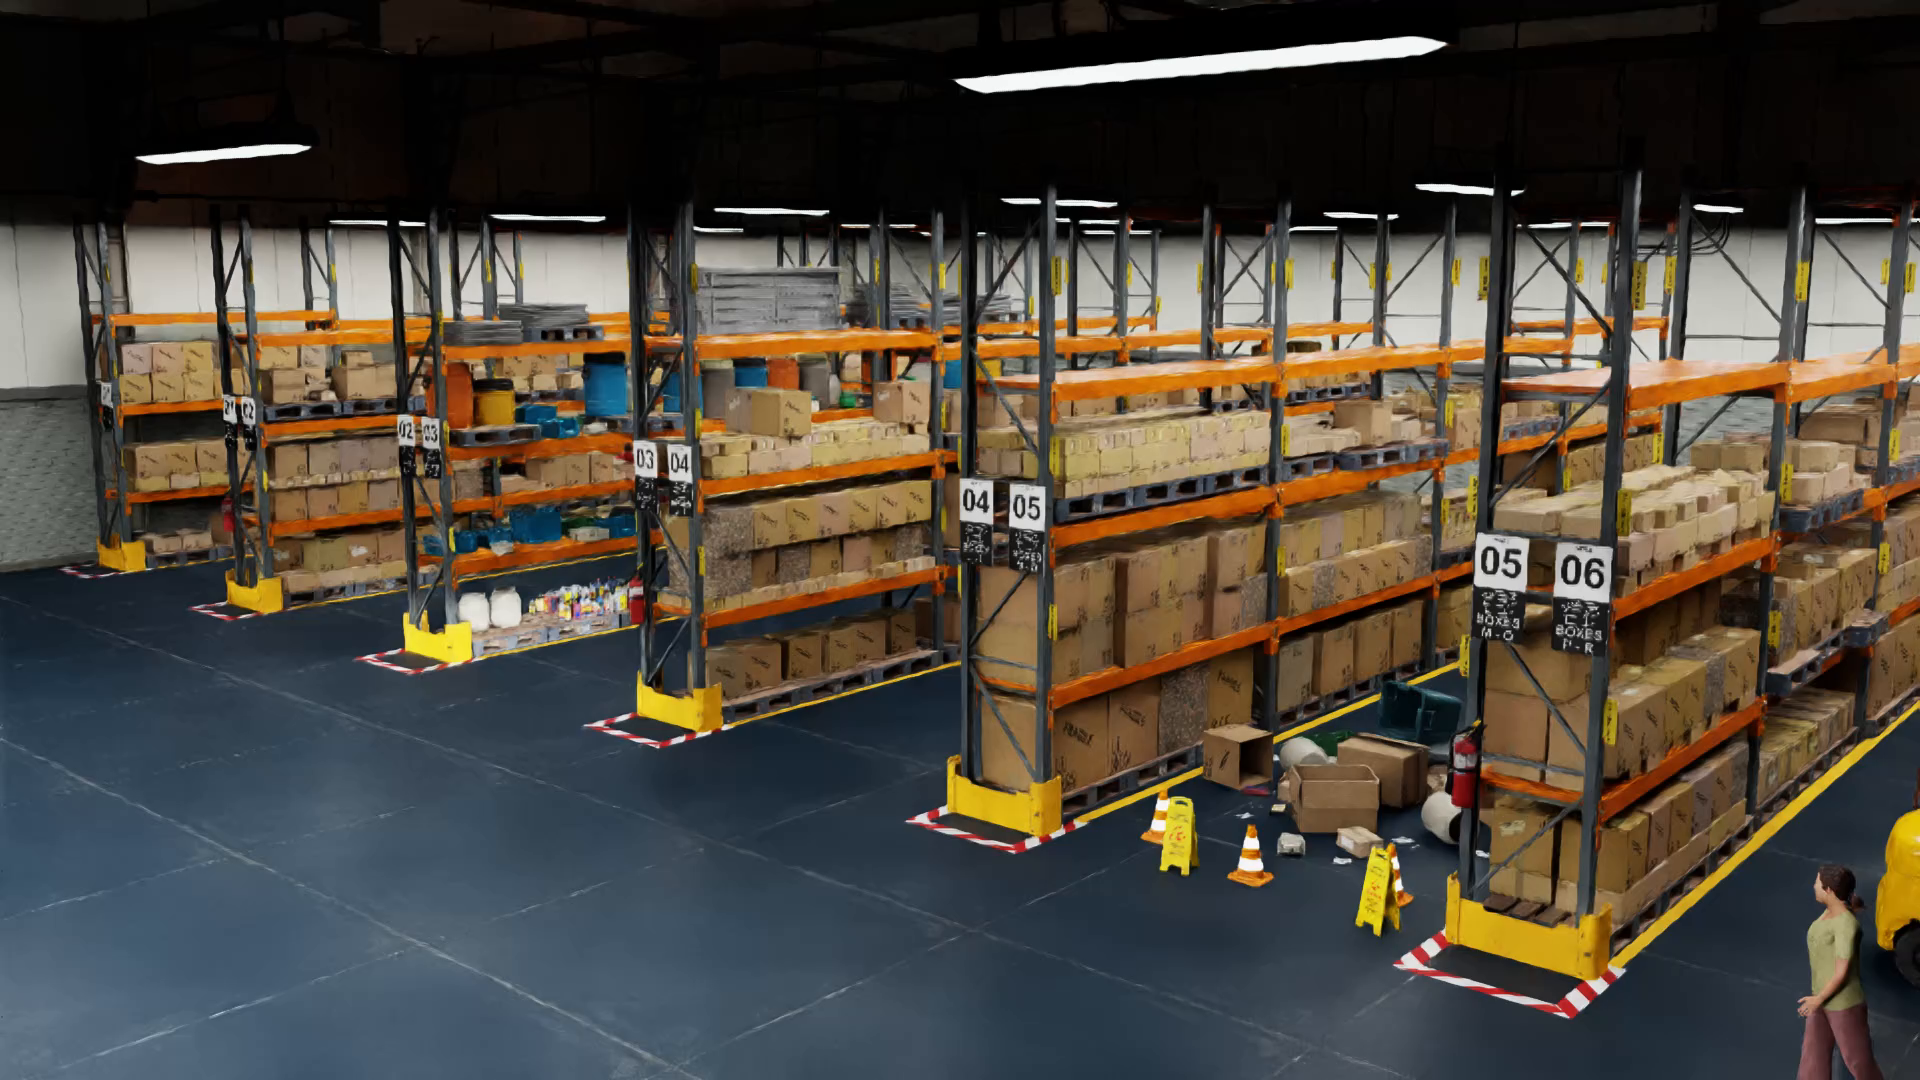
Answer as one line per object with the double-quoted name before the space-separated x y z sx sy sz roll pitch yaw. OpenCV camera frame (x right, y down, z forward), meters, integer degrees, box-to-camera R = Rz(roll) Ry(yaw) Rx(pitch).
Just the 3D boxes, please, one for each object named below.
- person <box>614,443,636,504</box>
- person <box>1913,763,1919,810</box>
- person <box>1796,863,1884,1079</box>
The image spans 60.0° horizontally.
"person" -6.483 -1.073 32.424 0.588 1.731 0.497 -3 10 -18
"person" 8.125 2.030 13.682 0.673 1.763 0.580 -3 10 -18
"person" 5.230 2.748 9.865 0.700 1.646 0.483 2 10 13
